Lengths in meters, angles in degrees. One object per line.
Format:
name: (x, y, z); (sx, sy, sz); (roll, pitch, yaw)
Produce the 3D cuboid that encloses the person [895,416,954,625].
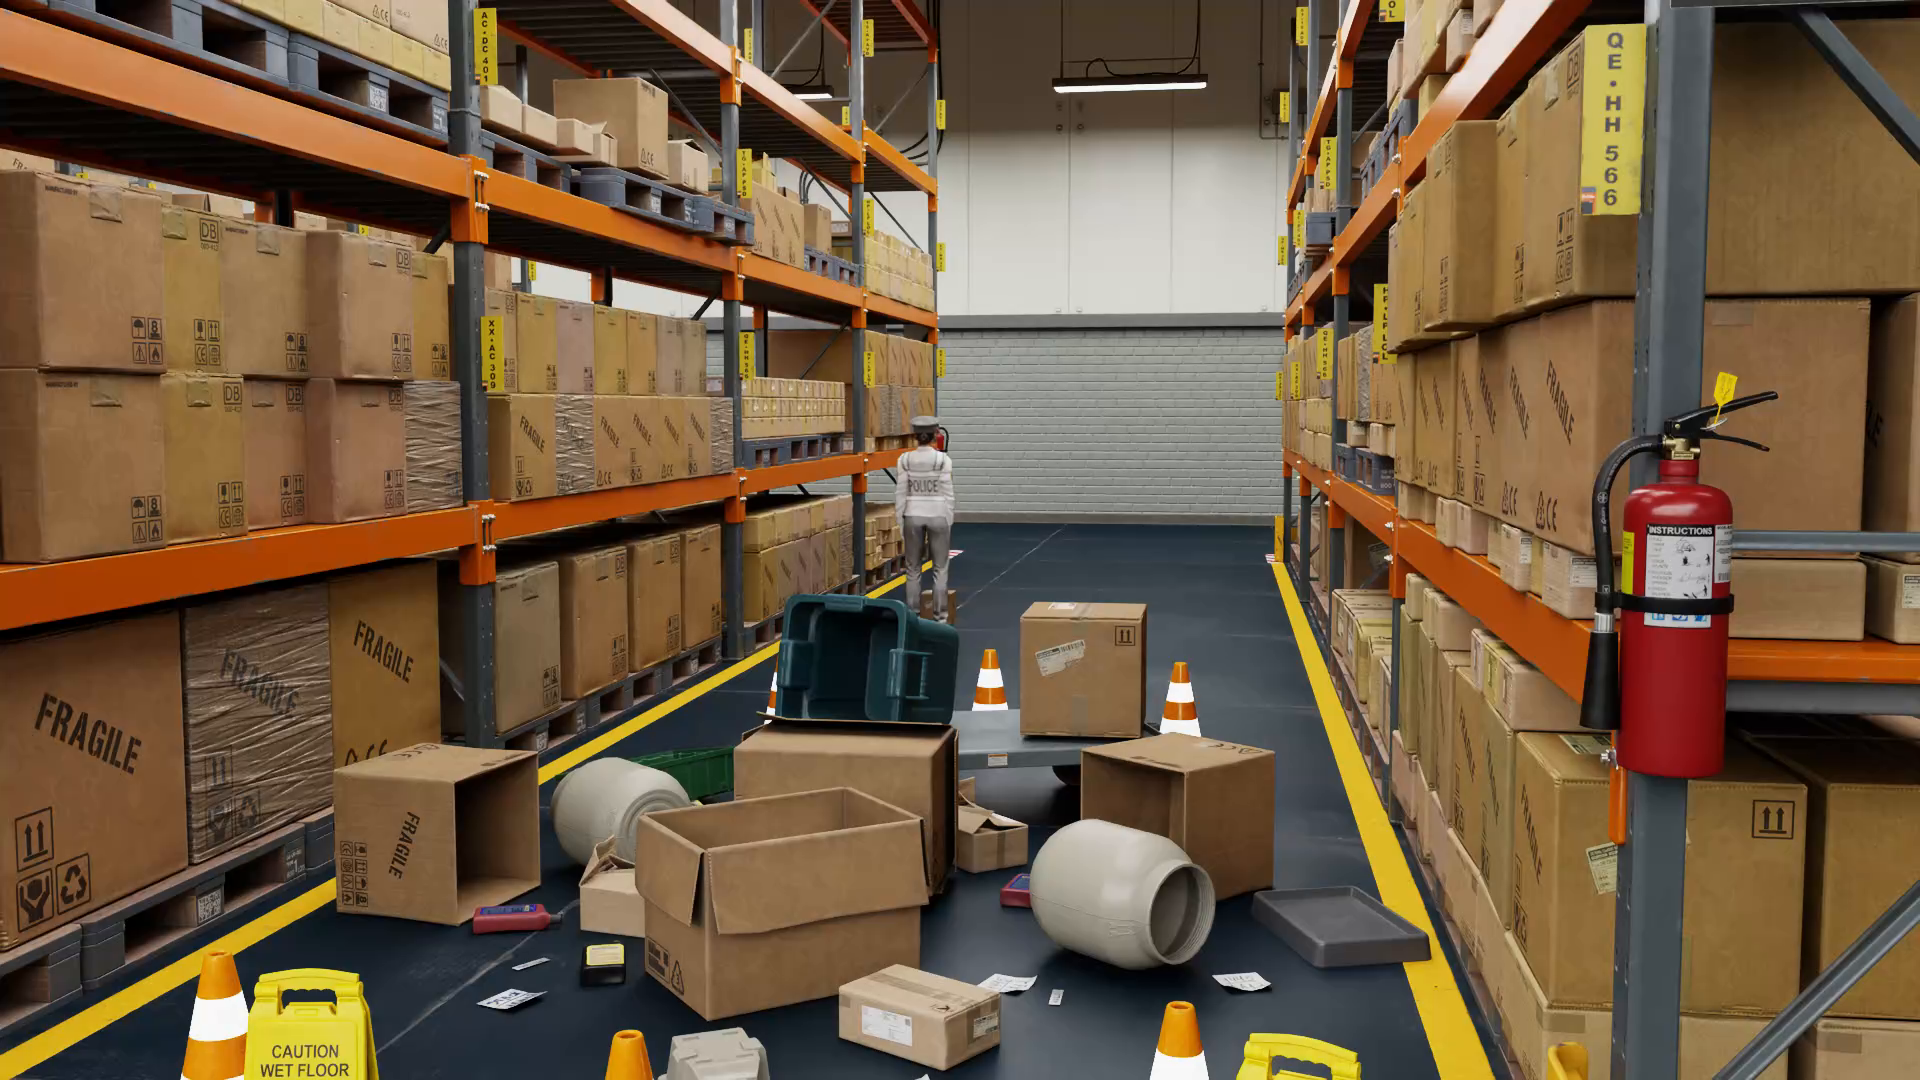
person: (-0.271, -0.125, 12.920); (0.466, 1.673, 0.333); (1, 5, 10)
